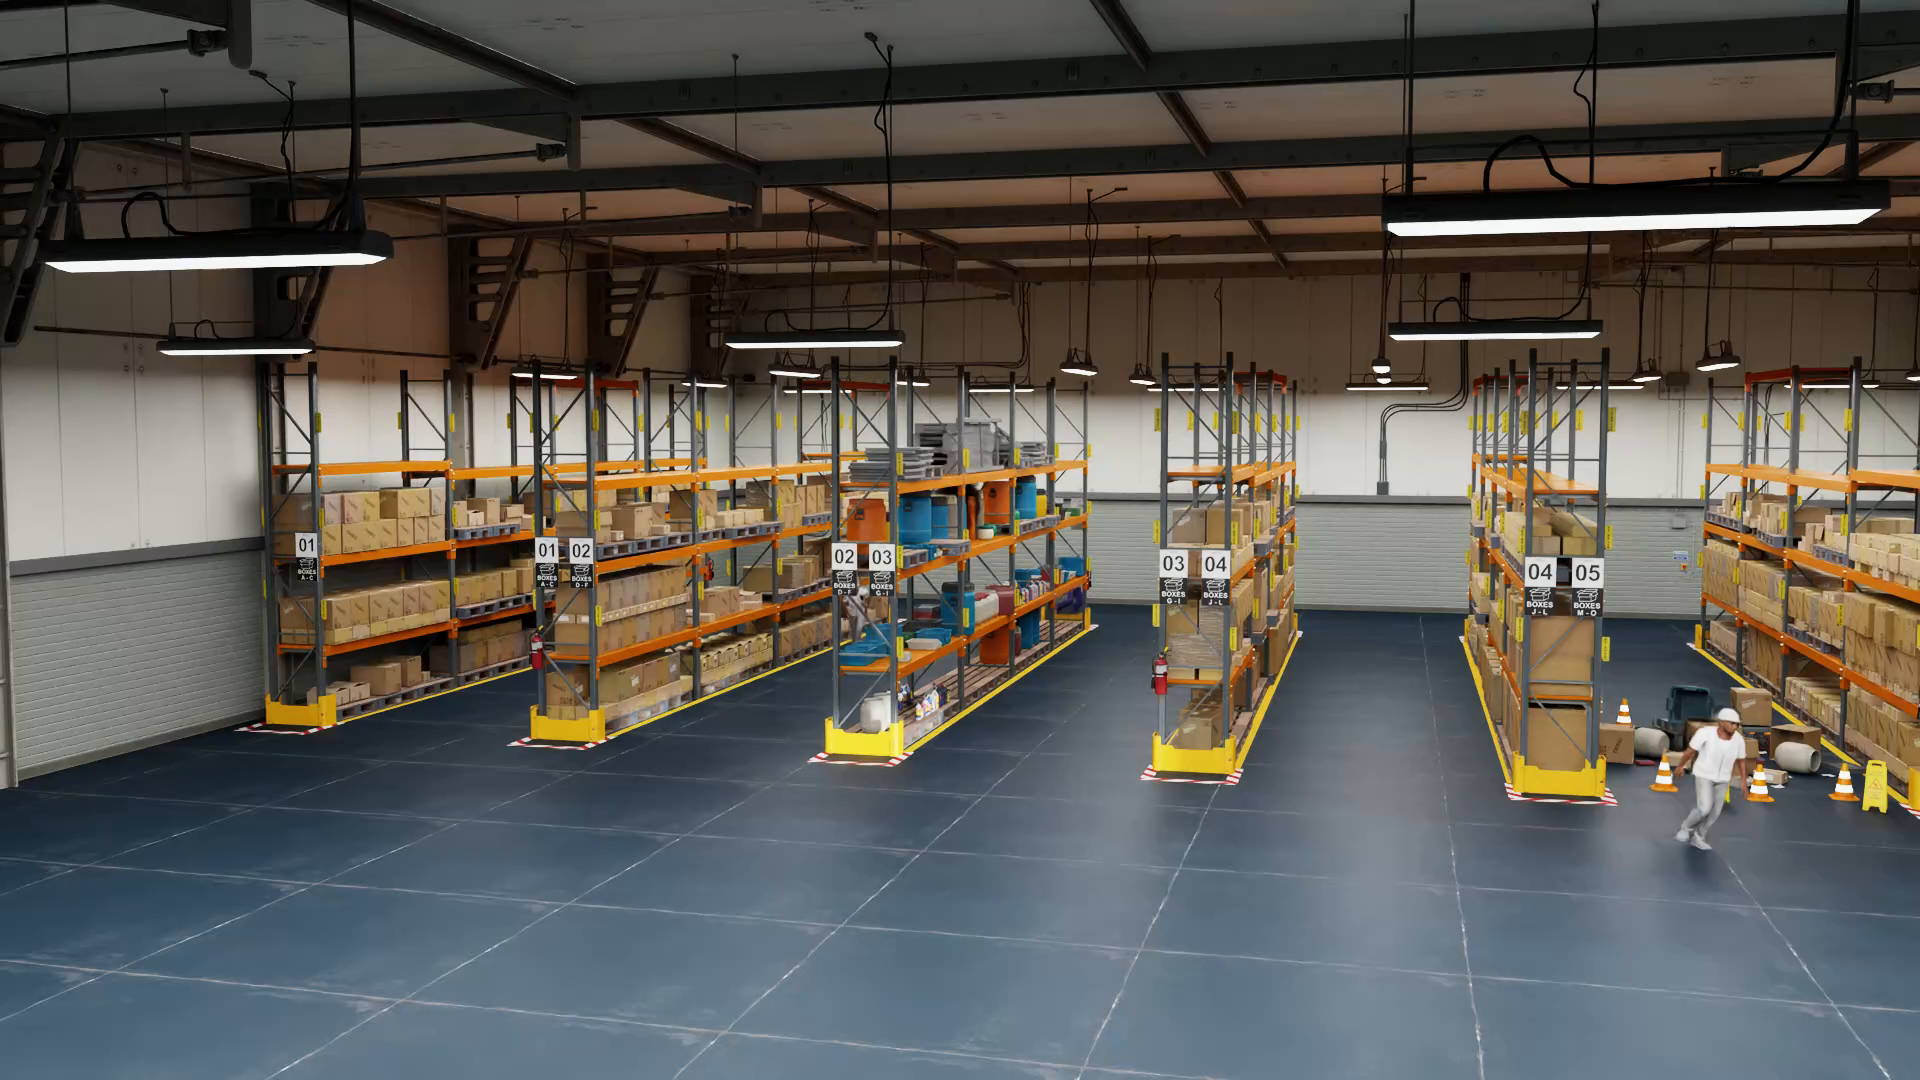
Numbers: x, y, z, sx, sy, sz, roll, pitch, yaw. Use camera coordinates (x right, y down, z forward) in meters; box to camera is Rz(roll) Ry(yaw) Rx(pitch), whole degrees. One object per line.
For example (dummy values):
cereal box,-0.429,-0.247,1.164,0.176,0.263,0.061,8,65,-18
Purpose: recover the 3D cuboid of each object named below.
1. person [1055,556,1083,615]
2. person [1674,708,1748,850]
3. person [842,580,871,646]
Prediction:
person,2.823,1.210,42.681,0.594,1.592,0.760,3,5,40
person,8.787,2.783,19.383,0.685,1.700,0.637,0,4,-6
person,-2.143,1.578,34.427,0.600,1.605,0.919,0,4,-7
